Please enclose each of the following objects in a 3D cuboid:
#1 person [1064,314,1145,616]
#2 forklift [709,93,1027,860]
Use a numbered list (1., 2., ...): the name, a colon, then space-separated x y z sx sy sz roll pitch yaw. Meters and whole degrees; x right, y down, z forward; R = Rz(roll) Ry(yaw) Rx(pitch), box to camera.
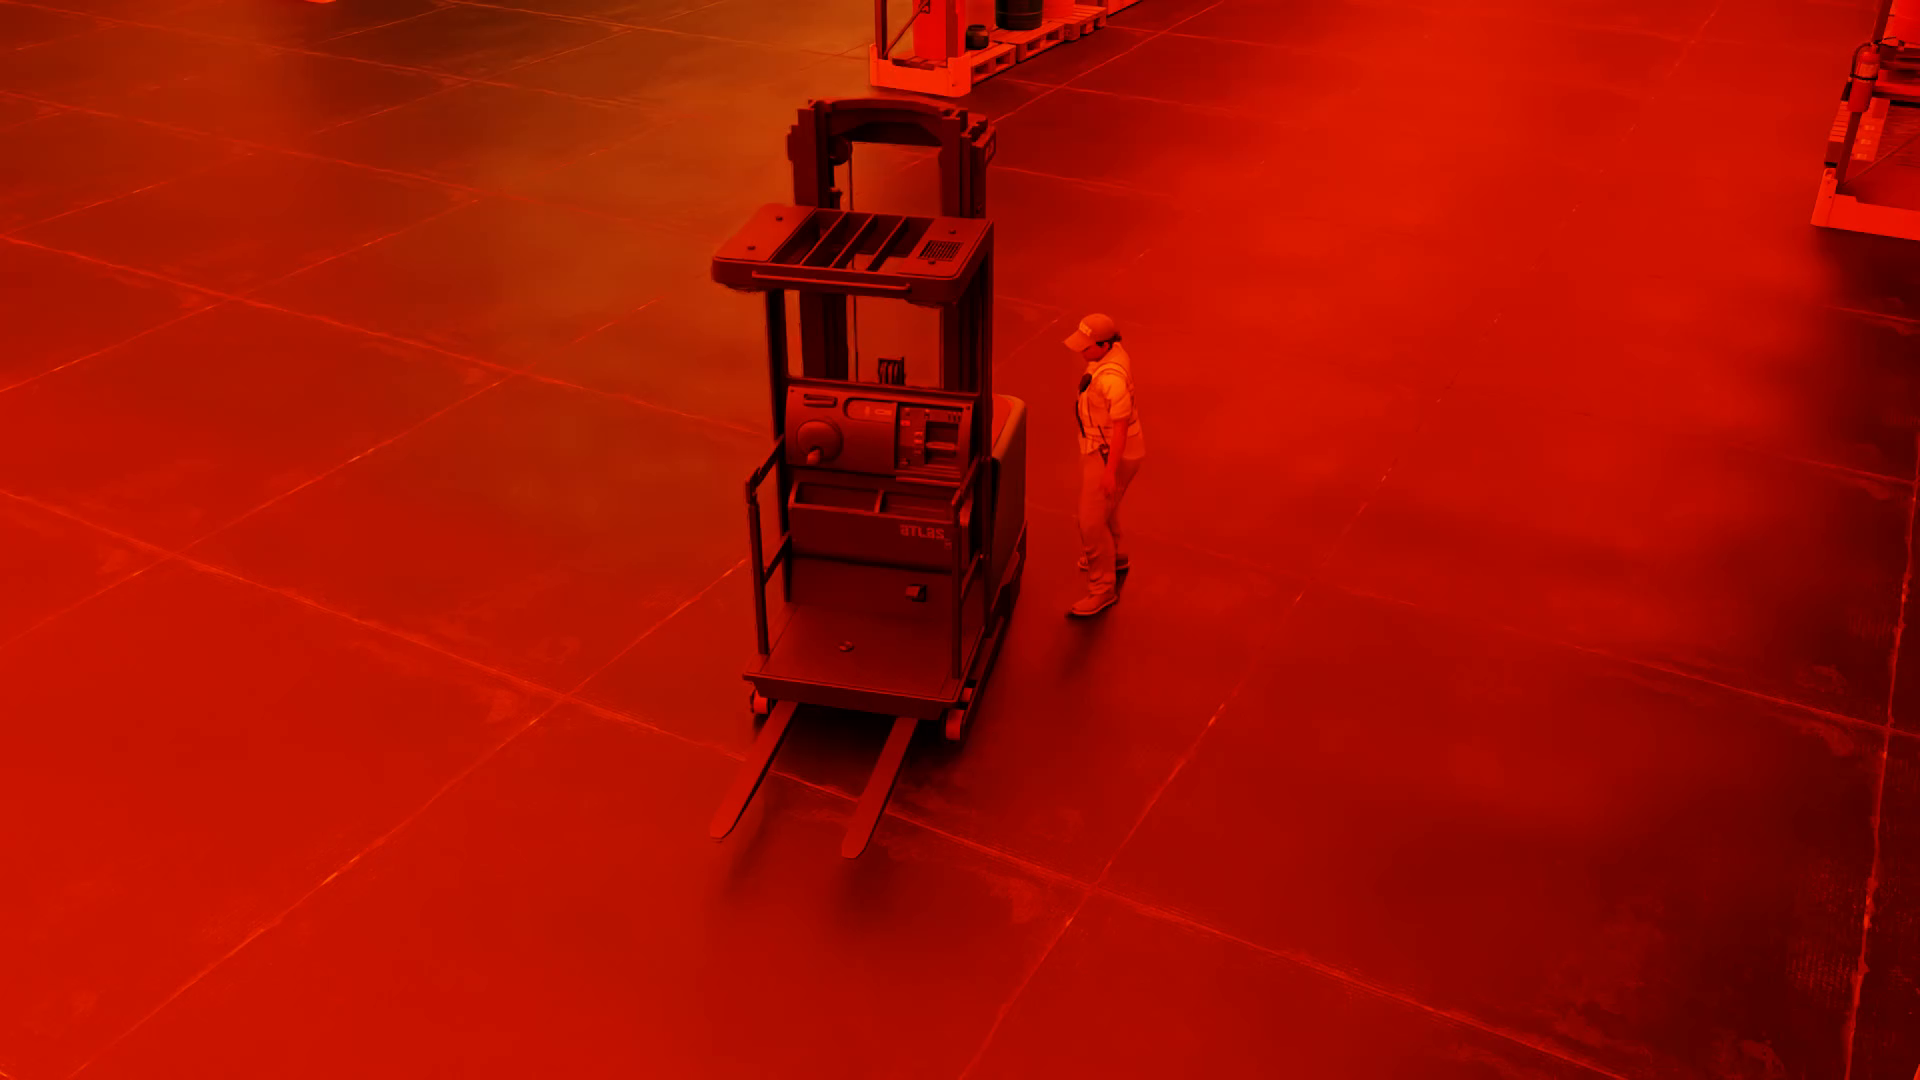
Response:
1. person: 0.787 -0.472 9.194 0.466 1.639 0.796 0 30 0
2. forklift: -0.441 -0.475 7.893 1.130 2.935 3.031 6 31 11
